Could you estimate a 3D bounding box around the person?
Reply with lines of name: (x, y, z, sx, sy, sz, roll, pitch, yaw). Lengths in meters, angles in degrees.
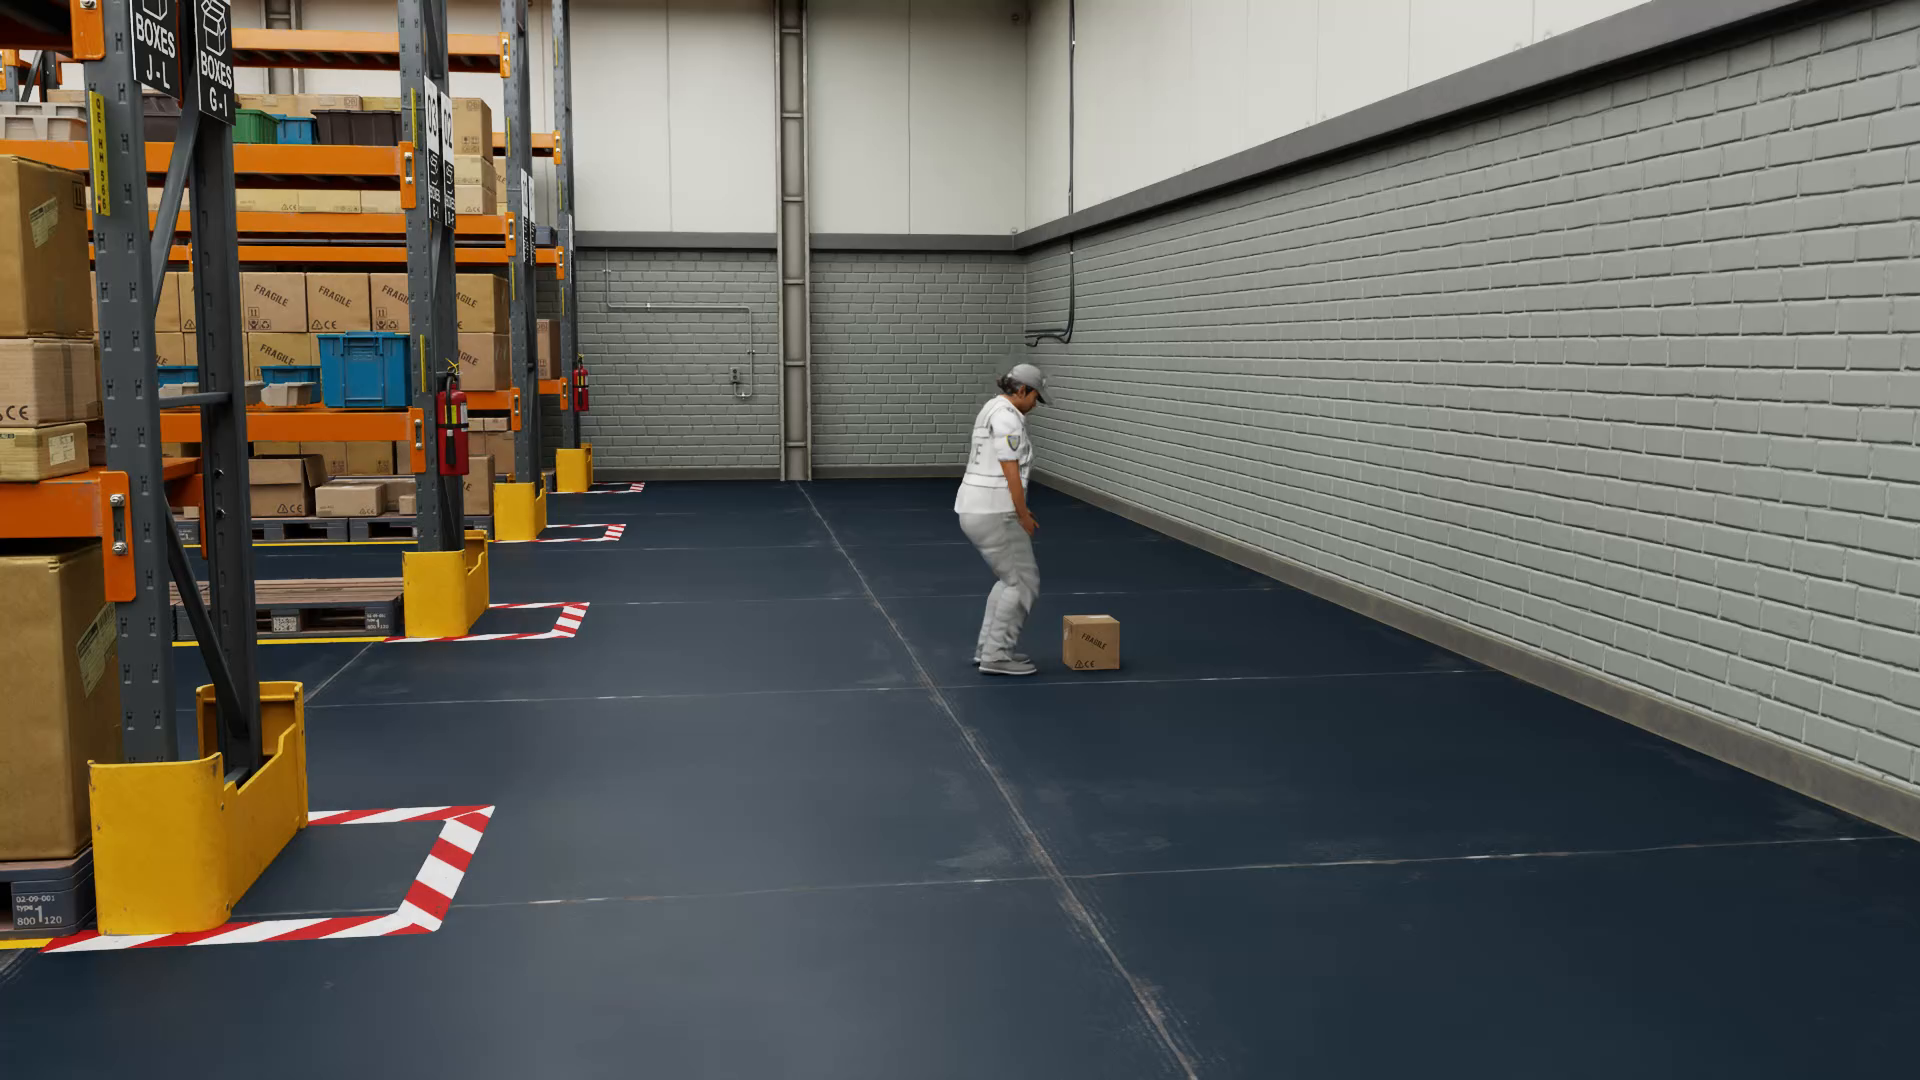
person: (0.233, -0.114, 8.665, 0.507, 1.599, 0.504, -1, 7, -7)
